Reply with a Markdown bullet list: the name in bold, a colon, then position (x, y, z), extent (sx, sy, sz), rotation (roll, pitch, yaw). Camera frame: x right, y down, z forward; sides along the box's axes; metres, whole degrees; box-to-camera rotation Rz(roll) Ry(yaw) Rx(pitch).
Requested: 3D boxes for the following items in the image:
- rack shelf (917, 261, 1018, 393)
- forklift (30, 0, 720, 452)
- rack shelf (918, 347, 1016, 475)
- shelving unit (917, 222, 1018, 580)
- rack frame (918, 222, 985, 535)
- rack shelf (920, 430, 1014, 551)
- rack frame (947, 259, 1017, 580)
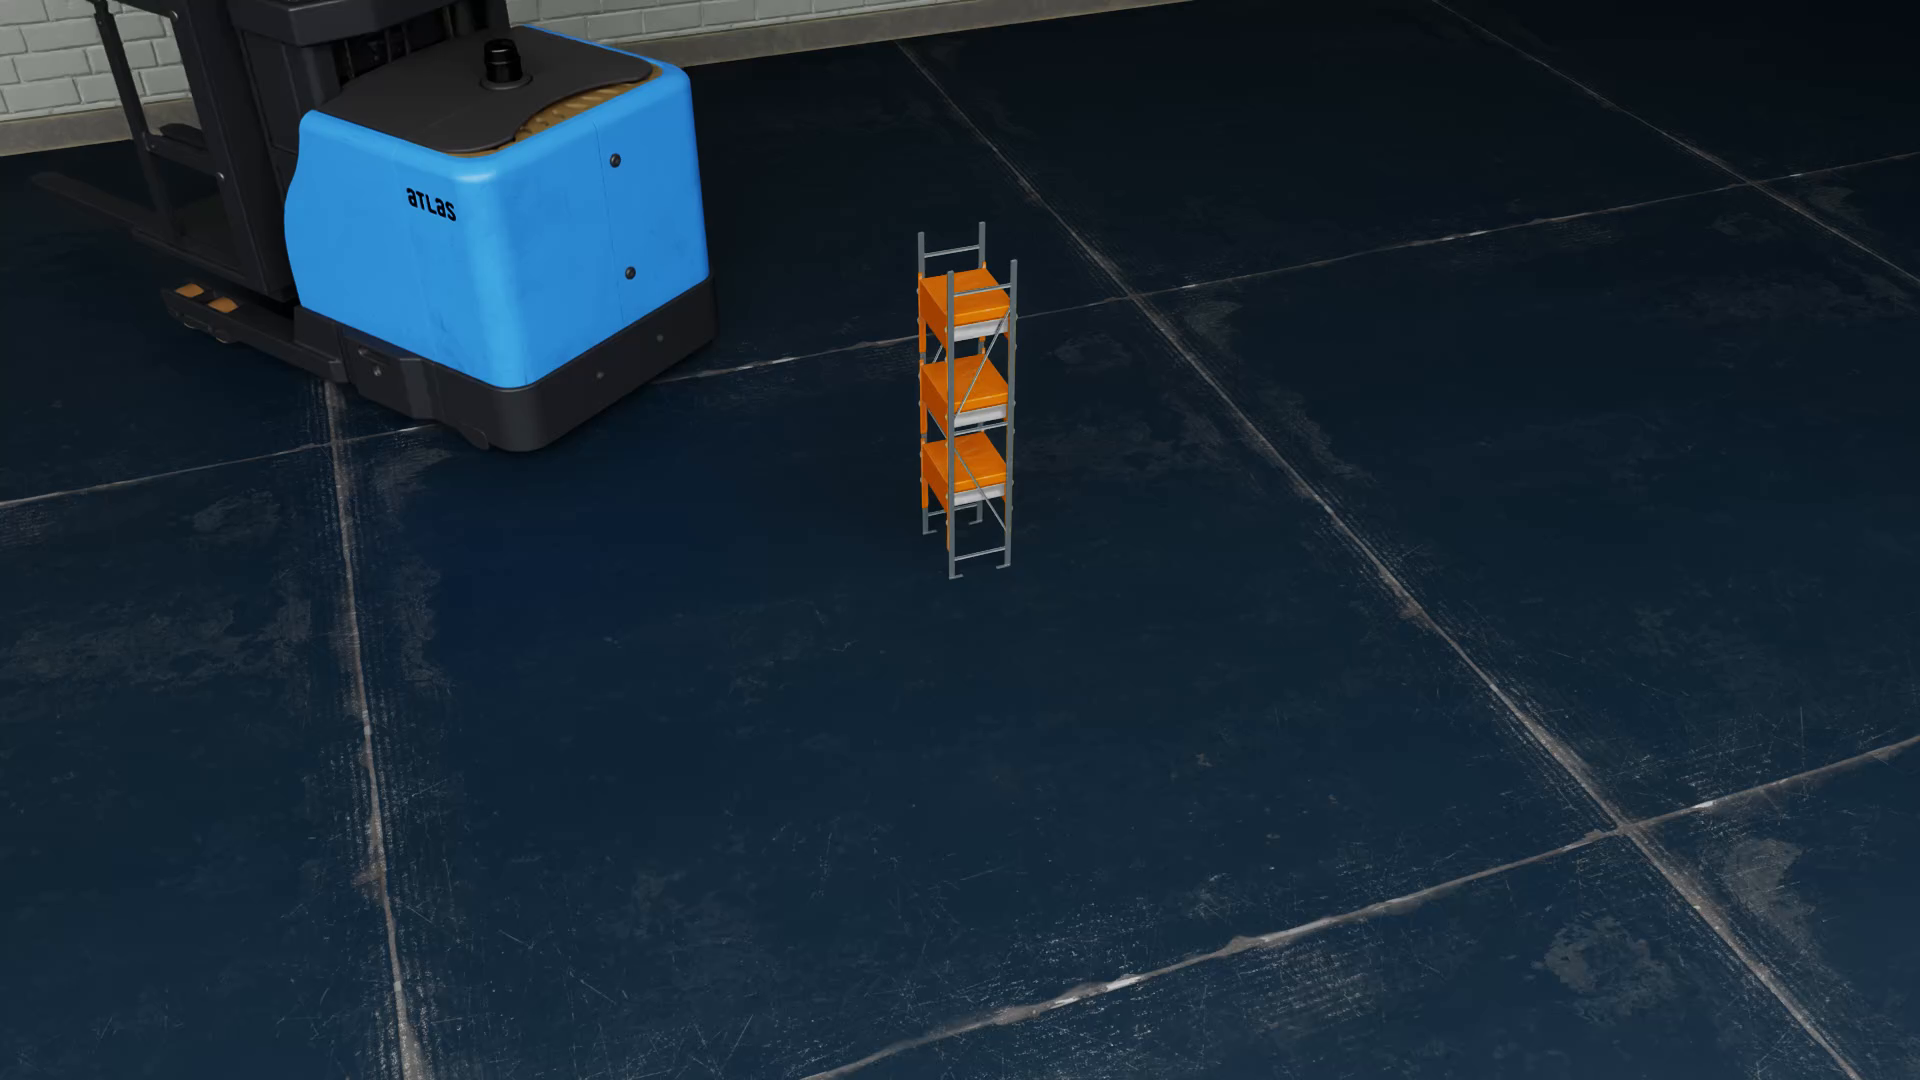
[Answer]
- **rack shelf**: position (0.018, -0.607, 4.730), extent (0.215, 0.259, 0.240), rotation (-12, 39, -16)
- **forklift**: position (-2.398, -2.149, 5.667), extent (3.031, 2.935, 1.130), rotation (22, 42, 26)
- **rack shelf**: position (0.018, -0.381, 4.900), extent (0.215, 0.259, 0.240), rotation (-12, 39, -16)
- **shelving unit**: position (0.018, -0.389, 4.894), extent (0.215, 1.050, 0.252), rotation (-12, 39, -16)
- **rack frame**: position (-0.024, -0.458, 4.986), extent (0.200, 1.050, 0.008), rotation (-12, 39, -16)
- **rack shelf**: position (0.018, -0.159, 5.068), extent (0.215, 0.259, 0.240), rotation (-12, 39, -16)
- **rack frame**: position (0.060, -0.320, 4.803), extent (0.200, 1.050, 0.008), rotation (-12, 39, -16)
